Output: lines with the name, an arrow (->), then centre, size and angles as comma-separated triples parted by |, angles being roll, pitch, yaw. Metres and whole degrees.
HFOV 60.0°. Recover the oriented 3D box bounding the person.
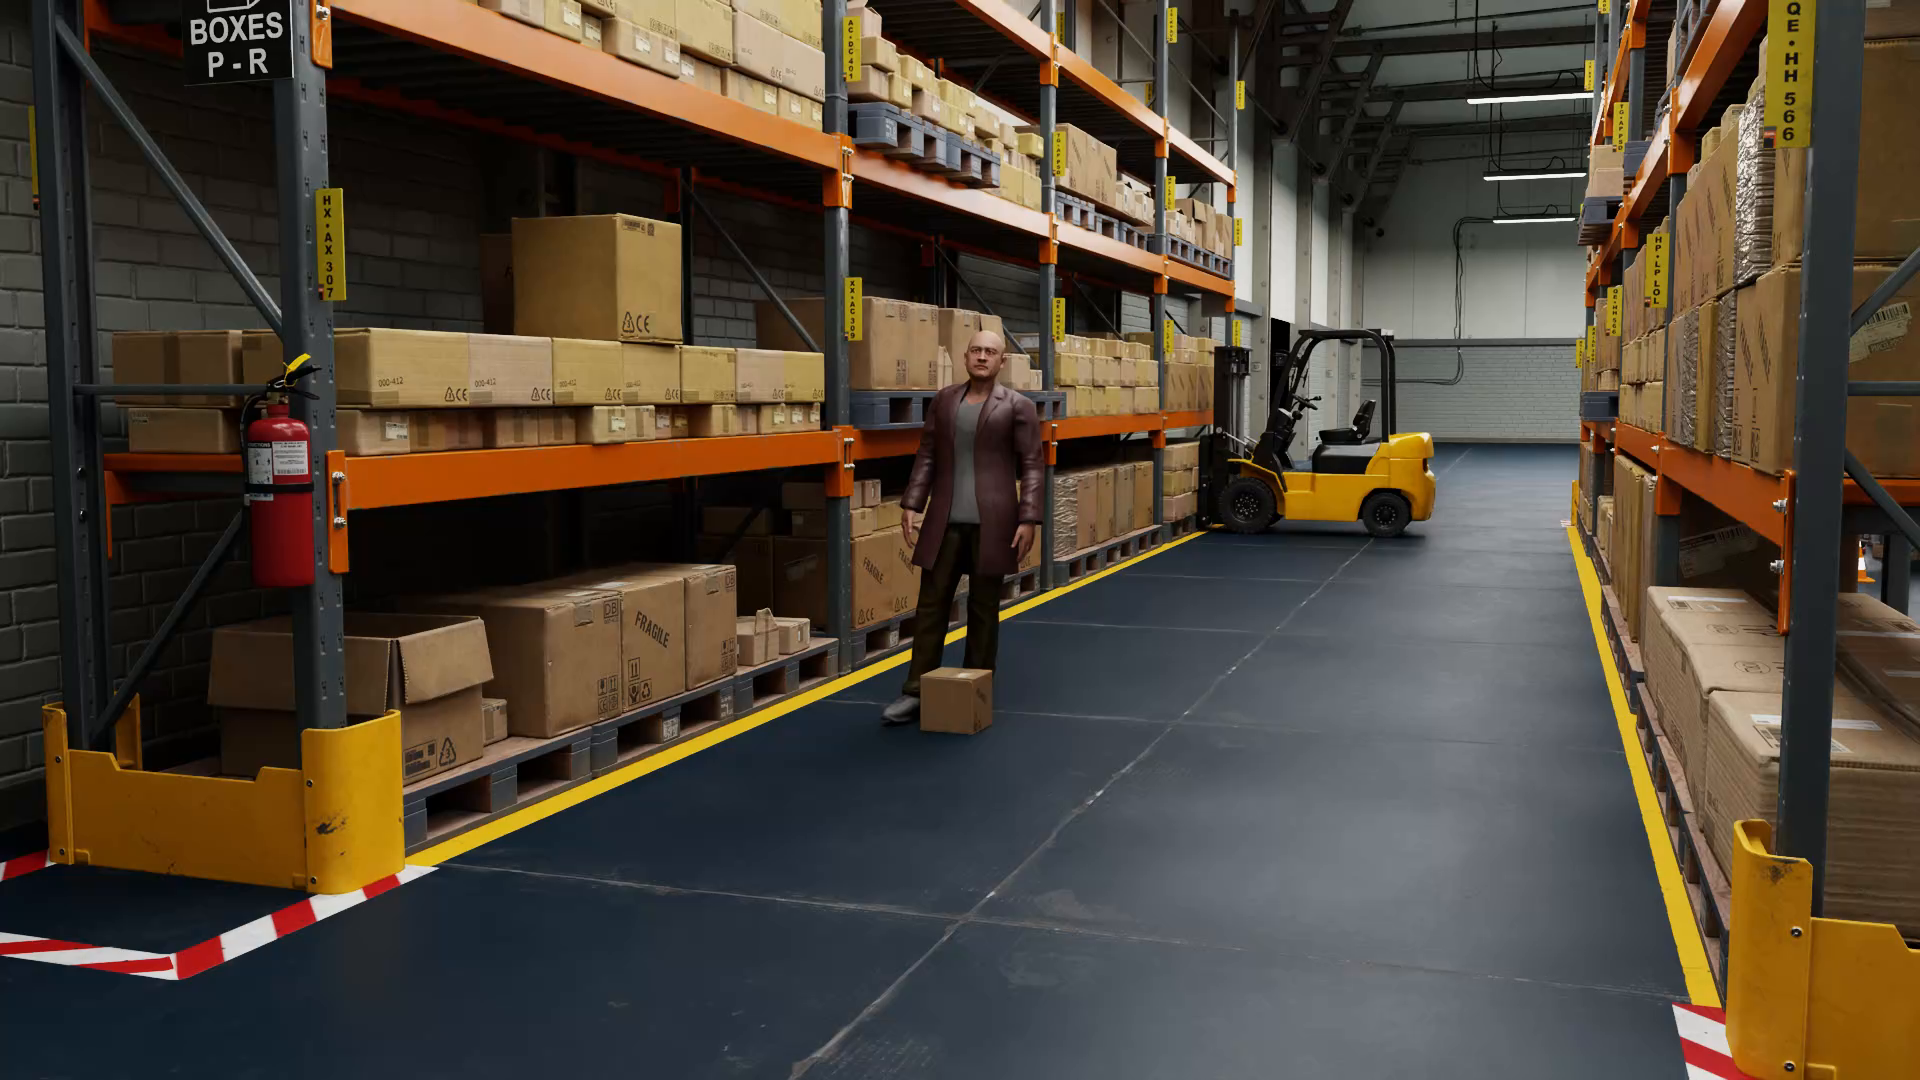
person -> 0.024, -0.066, 7.573 | 0.694, 1.775, 0.582 | 2, 5, 19
